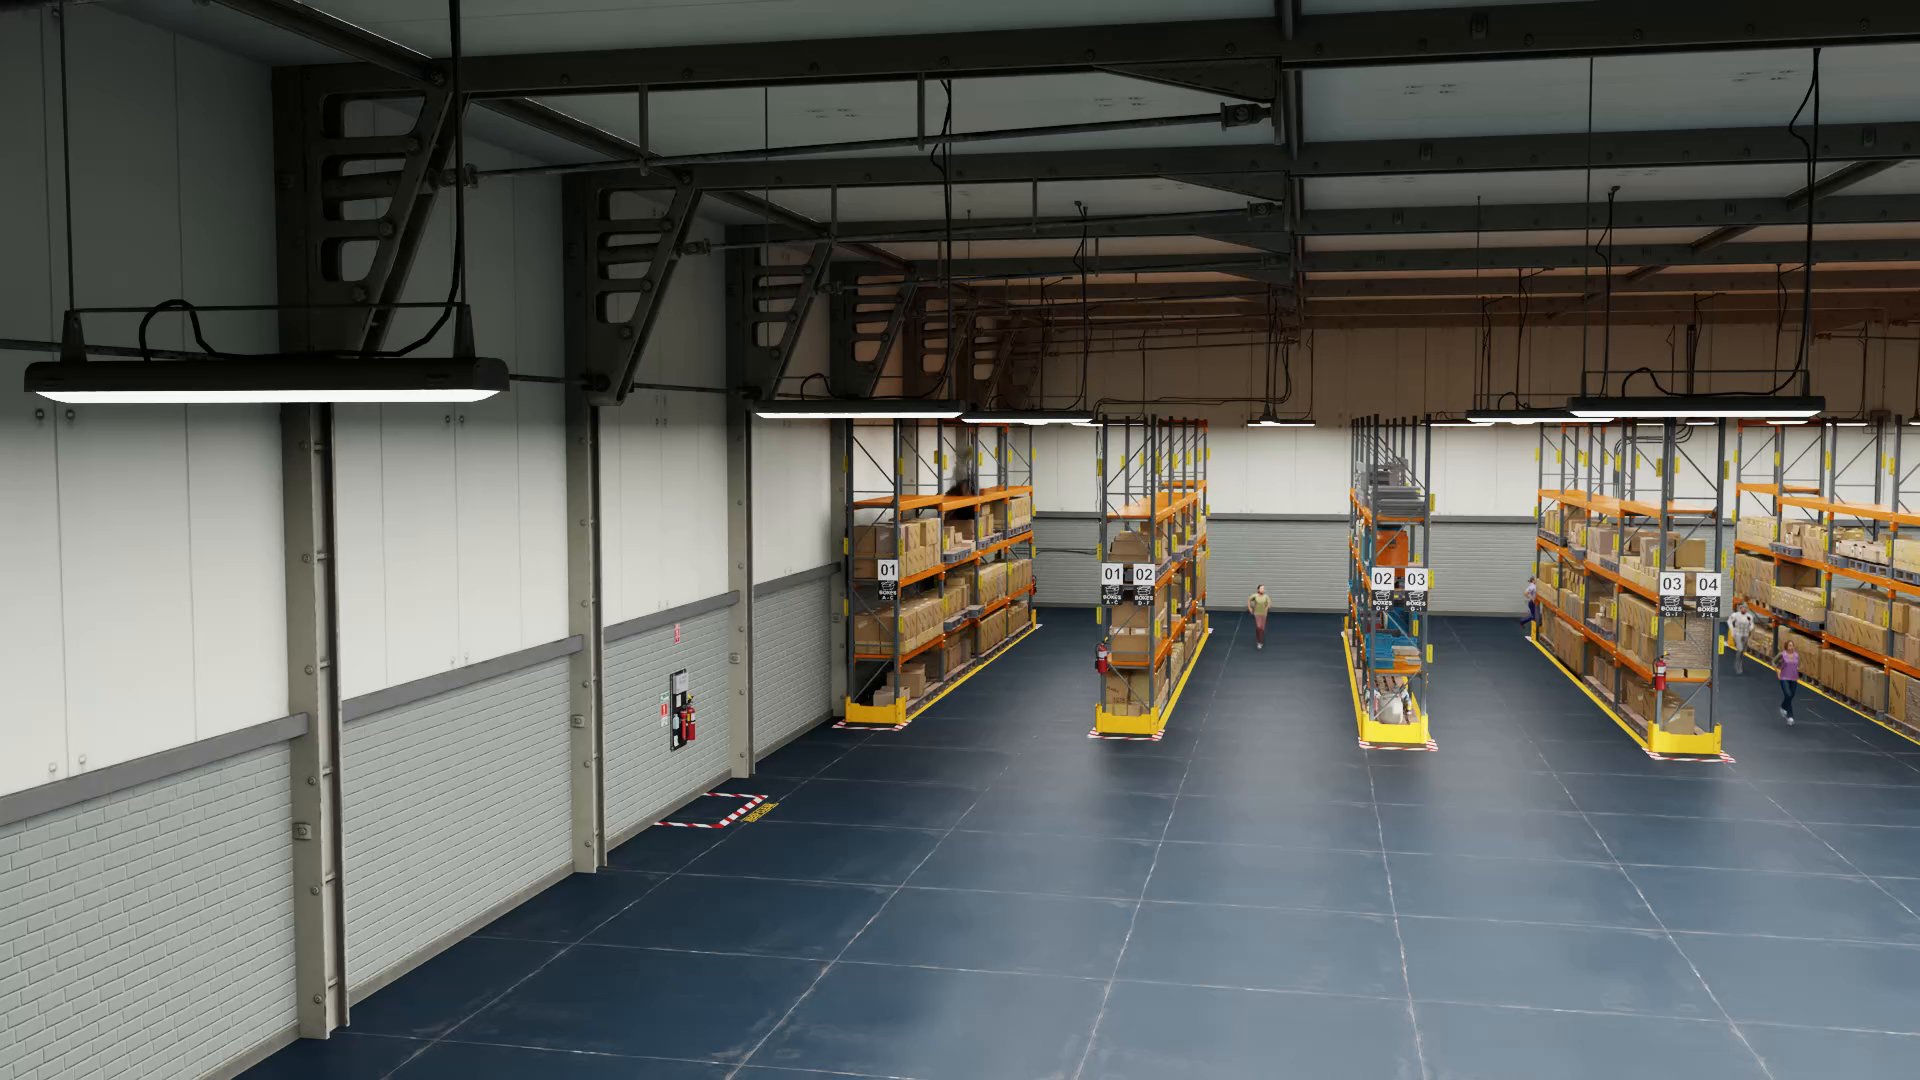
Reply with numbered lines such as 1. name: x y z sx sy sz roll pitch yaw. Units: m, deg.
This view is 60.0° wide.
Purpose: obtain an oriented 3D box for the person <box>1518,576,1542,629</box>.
1. person: 16.070 1.809 46.630 0.843 1.614 0.620 2 4 27

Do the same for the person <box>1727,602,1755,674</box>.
1. person: 18.394 2.292 39.133 0.524 1.725 0.810 0 4 2

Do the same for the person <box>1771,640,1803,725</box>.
1. person: 16.176 2.754 32.492 0.532 1.613 0.758 0 4 3

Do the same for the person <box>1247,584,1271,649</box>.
1. person: 7.866 2.006 43.595 0.579 1.701 0.723 0 4 -5
